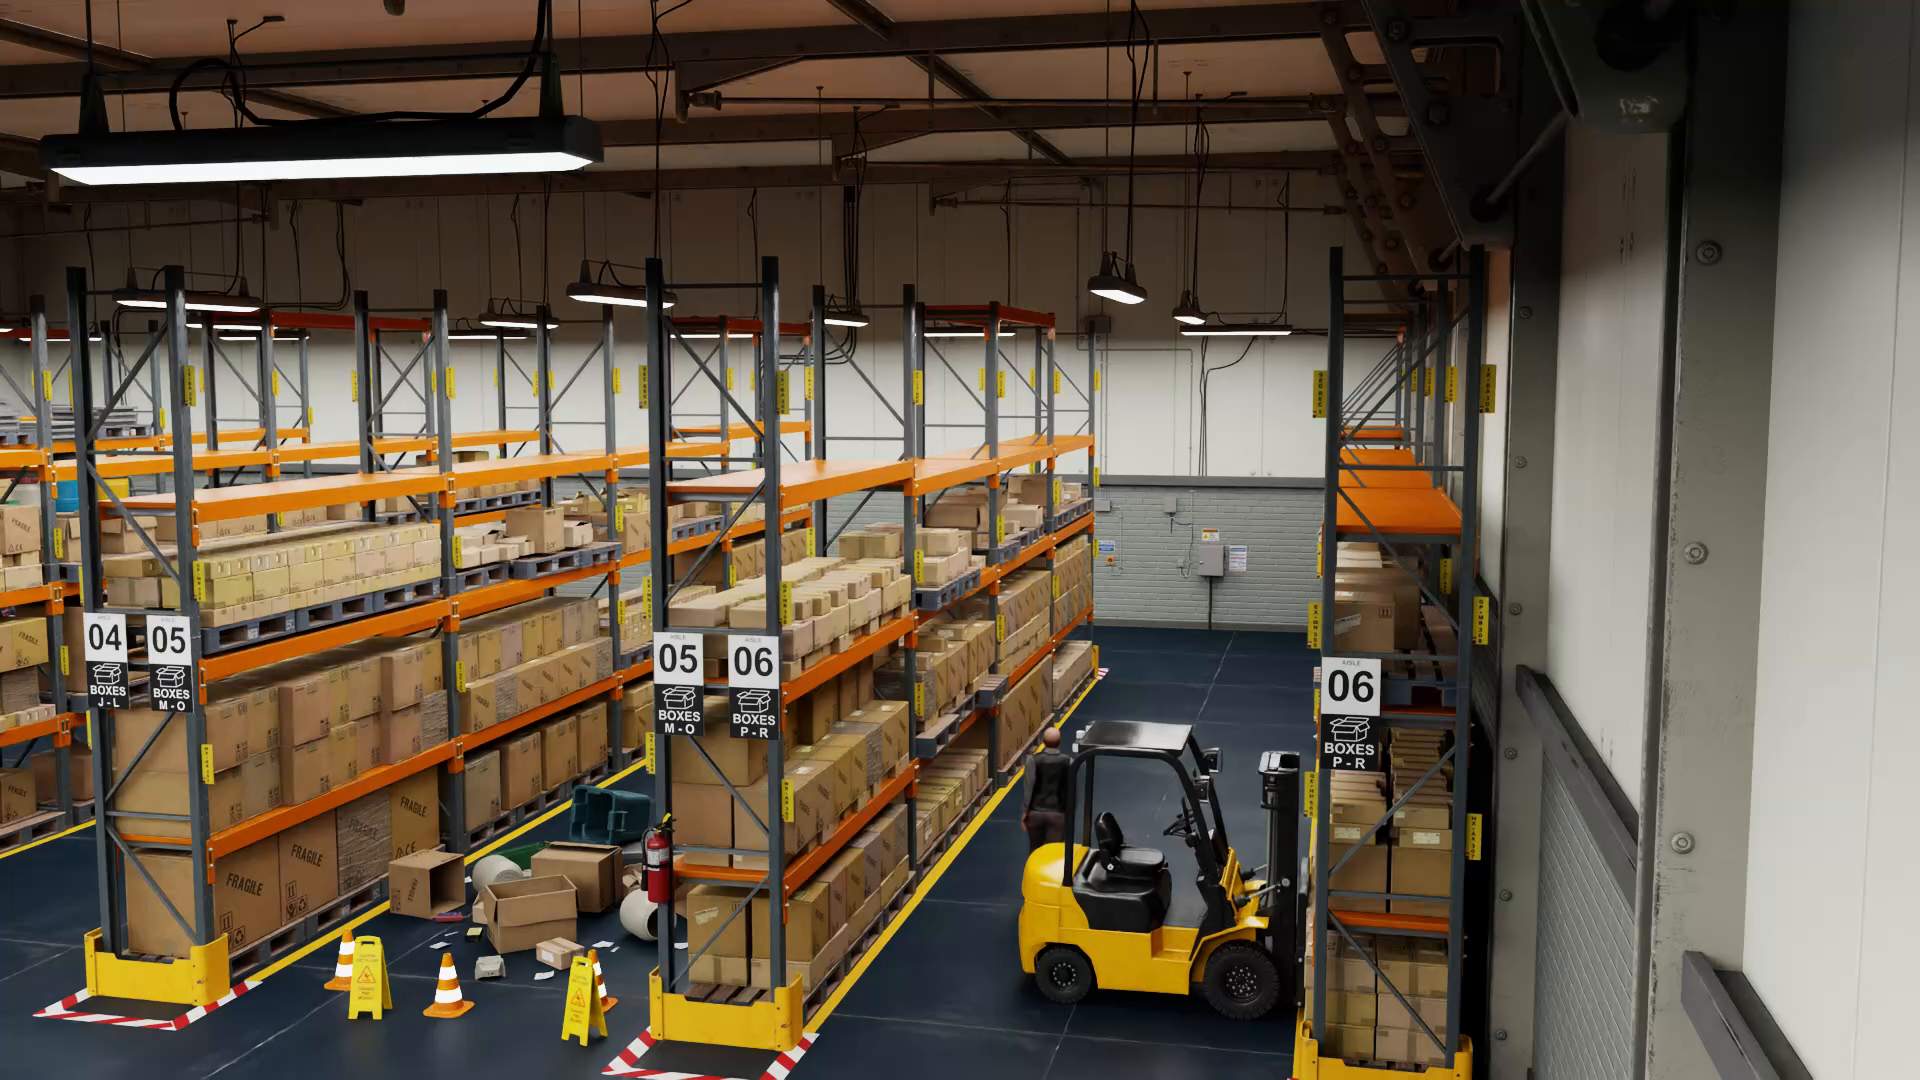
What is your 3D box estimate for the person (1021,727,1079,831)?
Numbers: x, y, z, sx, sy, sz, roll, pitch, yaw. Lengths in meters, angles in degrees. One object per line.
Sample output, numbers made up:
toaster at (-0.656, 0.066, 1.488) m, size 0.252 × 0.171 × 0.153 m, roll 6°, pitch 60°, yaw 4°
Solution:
person at (0.881, 2.331, 16.158) m, size 0.547 × 1.016 × 0.390 m, roll 1°, pitch 6°, yaw 9°
